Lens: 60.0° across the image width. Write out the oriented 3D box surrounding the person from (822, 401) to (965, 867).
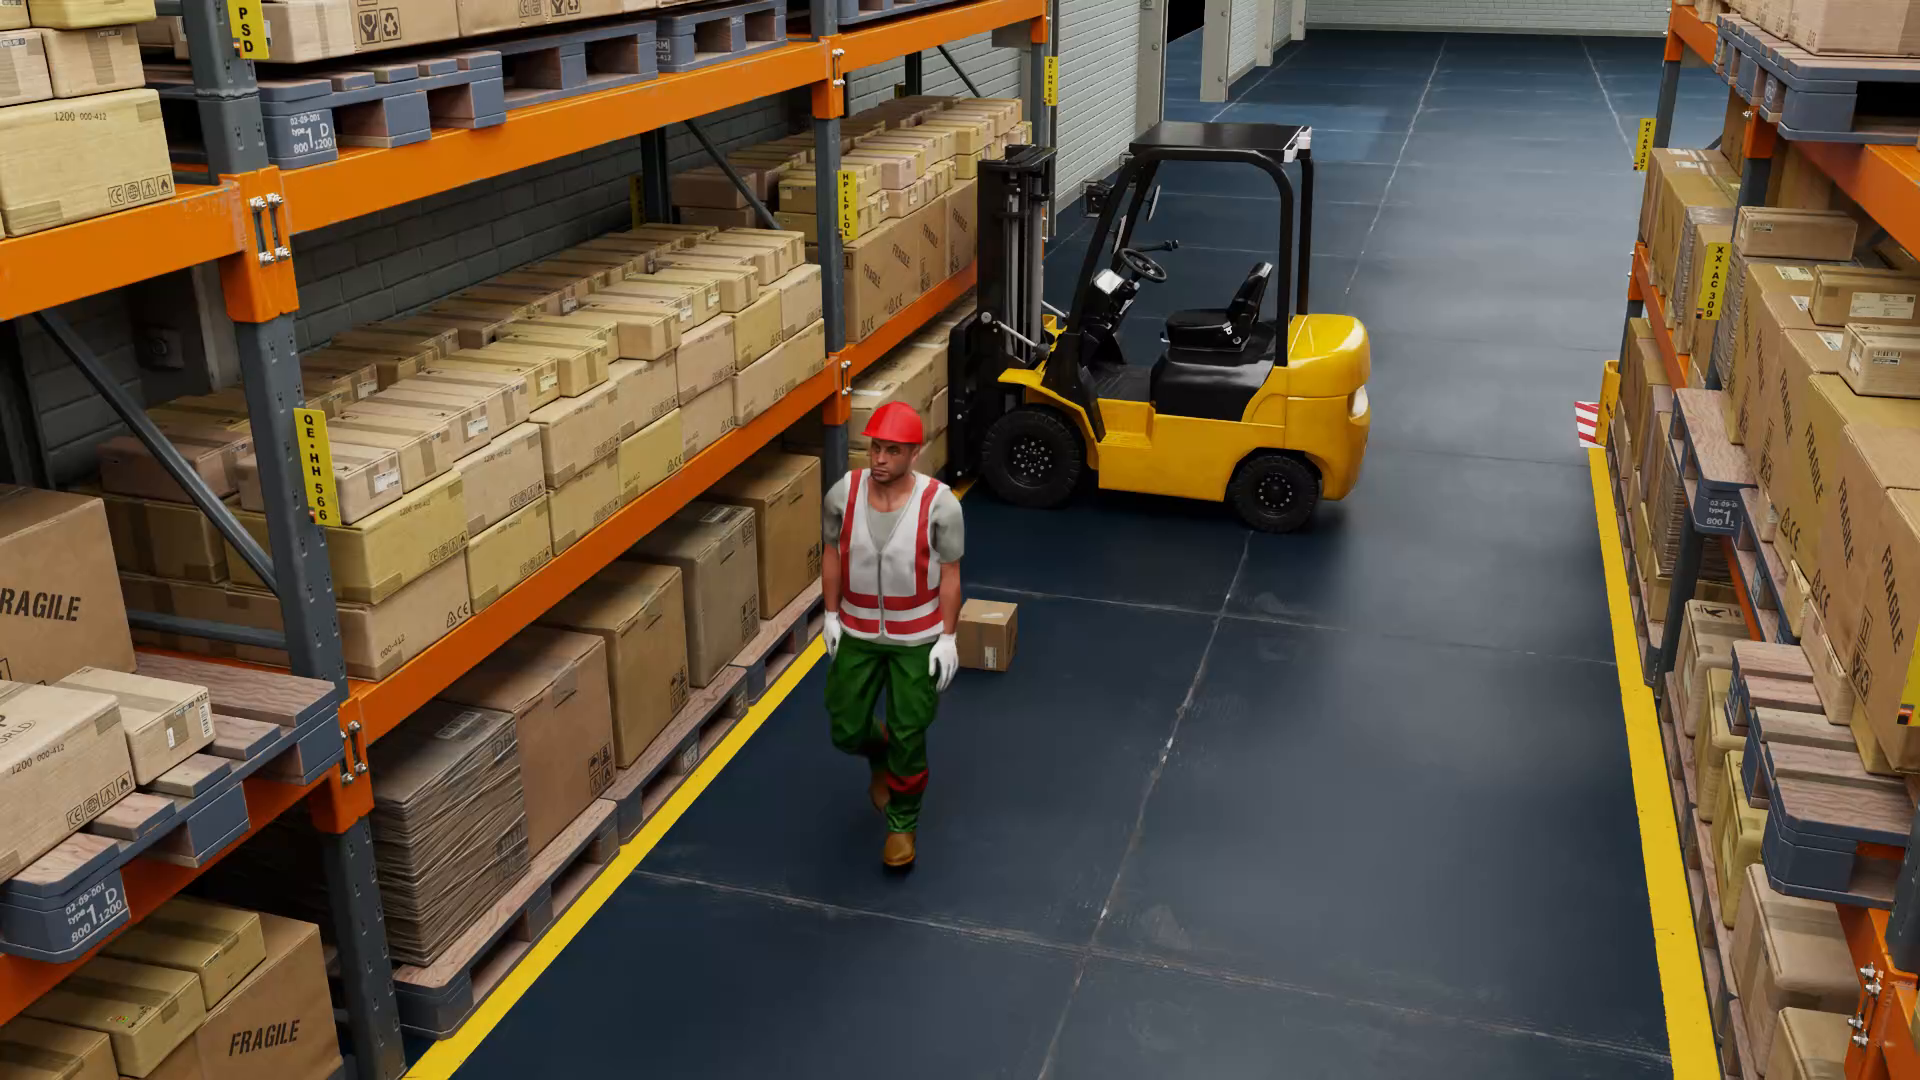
[{"bbox_3d":[-0.247,0.322,6.180,0.545,1.782,0.559,4,22,11],"label":"person"}]
